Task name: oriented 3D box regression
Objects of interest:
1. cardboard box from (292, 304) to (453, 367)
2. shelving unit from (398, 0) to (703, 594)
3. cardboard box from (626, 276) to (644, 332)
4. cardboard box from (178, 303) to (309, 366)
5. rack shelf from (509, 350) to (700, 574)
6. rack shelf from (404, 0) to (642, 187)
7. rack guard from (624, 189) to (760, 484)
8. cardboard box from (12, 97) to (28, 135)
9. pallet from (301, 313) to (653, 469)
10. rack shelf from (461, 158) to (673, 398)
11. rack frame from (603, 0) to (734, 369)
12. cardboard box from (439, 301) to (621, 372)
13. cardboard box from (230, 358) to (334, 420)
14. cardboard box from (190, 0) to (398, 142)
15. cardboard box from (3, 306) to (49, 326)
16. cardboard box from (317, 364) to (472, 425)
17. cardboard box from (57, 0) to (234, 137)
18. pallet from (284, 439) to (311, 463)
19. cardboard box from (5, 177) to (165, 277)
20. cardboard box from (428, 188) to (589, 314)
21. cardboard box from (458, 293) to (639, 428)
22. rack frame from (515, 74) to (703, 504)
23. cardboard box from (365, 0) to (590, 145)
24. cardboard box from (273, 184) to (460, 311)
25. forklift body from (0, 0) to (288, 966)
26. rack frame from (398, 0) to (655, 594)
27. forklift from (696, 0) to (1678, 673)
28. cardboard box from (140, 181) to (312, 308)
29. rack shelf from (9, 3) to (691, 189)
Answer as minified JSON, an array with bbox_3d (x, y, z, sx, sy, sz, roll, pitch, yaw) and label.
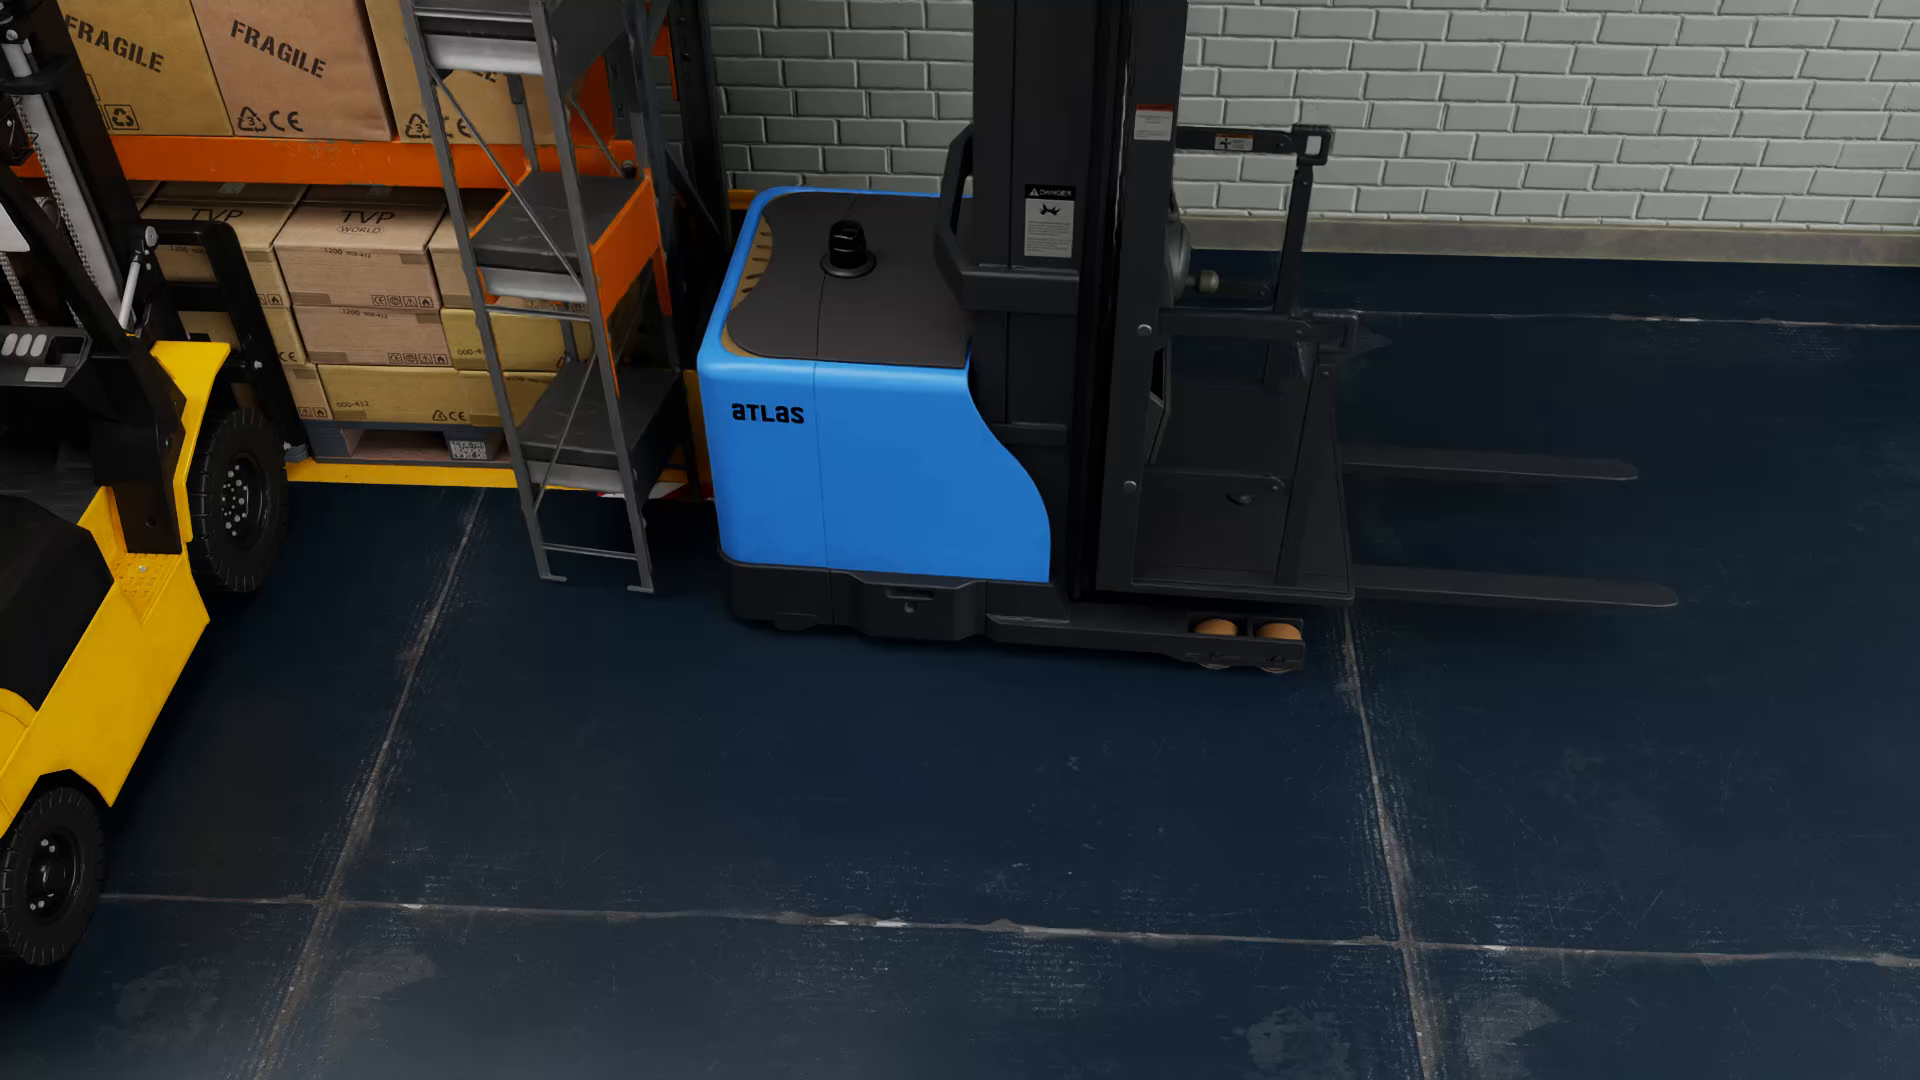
[{"bbox_3d":[-1.977,-0.858,5.813,0.500,0.250,0.500,1,43,1],"label":"cardboard box"},{"bbox_3d":[-1.183,-0.812,5.052,0.431,2.100,0.503,7,40,10],"label":"shelving unit"},{"bbox_3d":[-1.458,-0.998,6.330,0.500,0.250,0.500,2,43,2],"label":"cardboard box"},{"bbox_3d":[-2.494,-0.860,5.814,0.500,0.250,0.500,1,43,1],"label":"cardboard box"},{"bbox_3d":[-1.165,-0.263,5.507,0.431,0.518,0.480,7,40,10],"label":"rack shelf"},{"bbox_3d":[-1.200,-1.341,4.615,0.431,0.518,0.480,7,40,10],"label":"rack shelf"},{"bbox_3d":[-0.952,-0.787,6.228,0.348,0.500,1.175,2,43,2],"label":"rack guard"},{"bbox_3d":[-3.012,-1.621,5.216,0.500,0.500,0.500,2,43,2],"label":"cardboard box"},{"bbox_3d":[-1.742,-0.677,6.322,1.213,0.211,1.003,2,43,2],"label":"pallet"},{"bbox_3d":[-1.182,-0.802,5.061,0.431,0.518,0.480,7,40,10],"label":"rack shelf"},{"bbox_3d":[-0.976,-1.703,5.377,0.127,3.000,1.000,2,43,2],"label":"rack frame"},{"bbox_3d":[-1.477,-0.835,5.788,0.500,0.250,0.500,1,43,1],"label":"cardboard box"},{"bbox_3d":[-2.456,-0.693,6.002,0.500,0.250,0.500,2,43,2],"label":"cardboard box"},{"bbox_3d":[-1.998,-1.598,5.191,0.500,0.500,0.500,3,43,3],"label":"cardboard box"},{"bbox_3d":[-2.994,-0.877,5.834,0.500,0.250,0.500,2,43,2],"label":"cardboard box"},{"bbox_3d":[-1.956,-0.671,5.979,0.500,0.250,0.500,2,43,2],"label":"cardboard box"},{"bbox_3d":[-2.510,-1.613,5.208,0.500,0.500,0.500,1,43,1],"label":"cardboard box"},{"bbox_3d":[-2.958,-0.717,6.364,1.213,0.211,1.003,2,43,2],"label":"pallet"},{"bbox_3d":[-2.971,-1.059,5.662,0.500,0.250,0.500,1,43,1],"label":"cardboard box"},{"bbox_3d":[-1.451,-1.018,5.618,0.500,0.250,0.500,3,43,3],"label":"cardboard box"},{"bbox_3d":[-1.460,-0.650,5.956,0.500,0.250,0.500,2,43,2],"label":"cardboard box"},{"bbox_3d":[-1.131,-0.965,5.235,0.400,2.100,0.015,7,40,10],"label":"rack frame"},{"bbox_3d":[-1.480,-1.576,5.167,0.500,0.500,0.500,1,43,1],"label":"cardboard box"},{"bbox_3d":[-1.961,-1.030,5.630,0.500,0.250,0.500,2,43,3],"label":"cardboard box"},{"bbox_3d":[-2.953,-0.208,4.395,1.214,2.155,2.313,2,43,2],"label":"forklift body"},{"bbox_3d":[-1.234,-0.660,4.869,0.400,2.100,0.015,7,40,10],"label":"rack frame"},{"bbox_3d":[0.773,-1.030,4.706,3.031,2.935,1.130,4,43,4],"label":"forklift"},{"bbox_3d":[-2.465,-1.038,5.640,0.500,0.250,0.500,2,43,2],"label":"cardboard box"},{"bbox_3d":[-2.974,-1.501,5.688,4.000,0.370,1.077,2,43,2],"label":"rack shelf"}]
